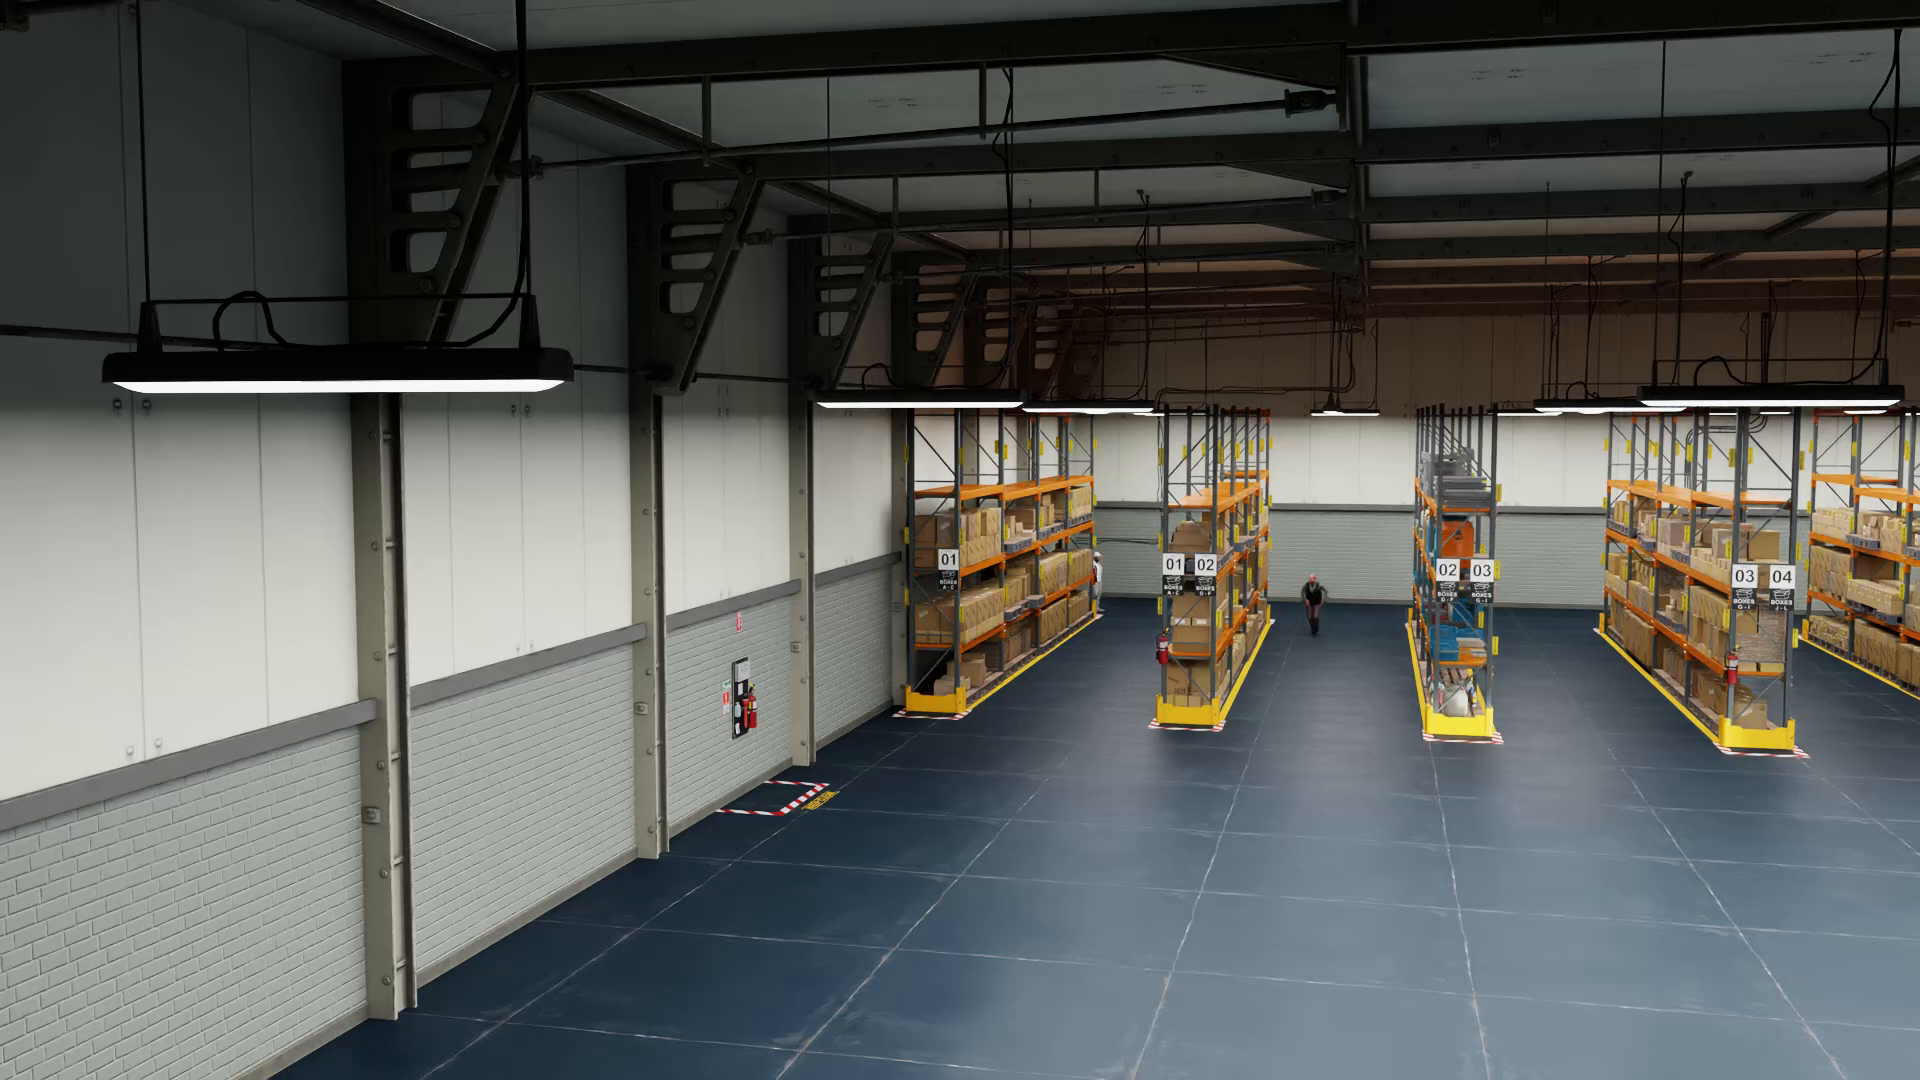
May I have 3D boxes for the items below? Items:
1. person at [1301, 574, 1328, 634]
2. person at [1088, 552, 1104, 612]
[{"bbox_3d":[9.404,1.698,44.114,0.697,1.631,0.712,2,4,22],"label":"person"},{"bbox_3d":[3.970,1.233,49.206,0.561,1.780,0.609,2,5,26],"label":"person"}]
